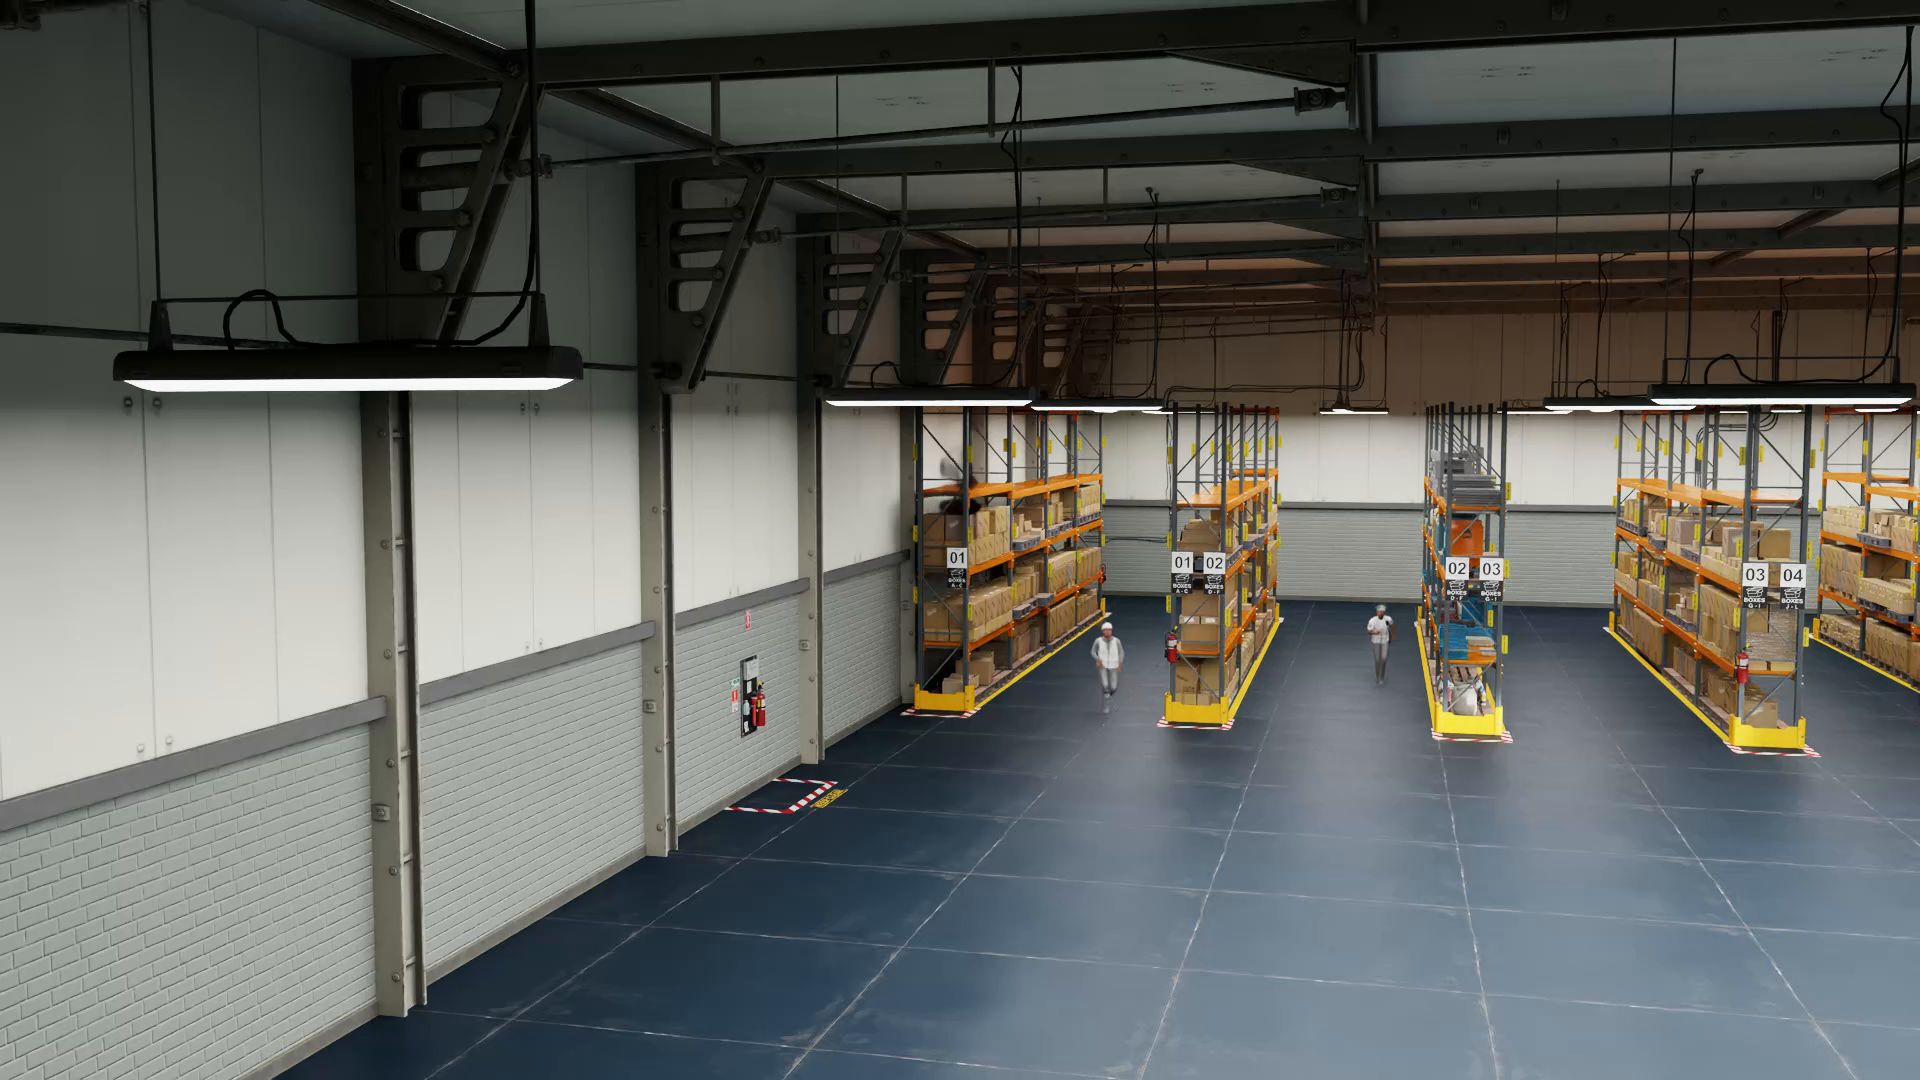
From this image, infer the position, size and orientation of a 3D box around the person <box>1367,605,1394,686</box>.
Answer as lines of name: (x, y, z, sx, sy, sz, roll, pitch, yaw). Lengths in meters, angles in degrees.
person: (9.070, 2.243, 35.873, 0.600, 1.735, 0.847, 1, 4, 8)

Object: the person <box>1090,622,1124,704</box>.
person: (2.862, 2.408, 32.239, 0.660, 1.631, 0.621, 0, 4, -2)
